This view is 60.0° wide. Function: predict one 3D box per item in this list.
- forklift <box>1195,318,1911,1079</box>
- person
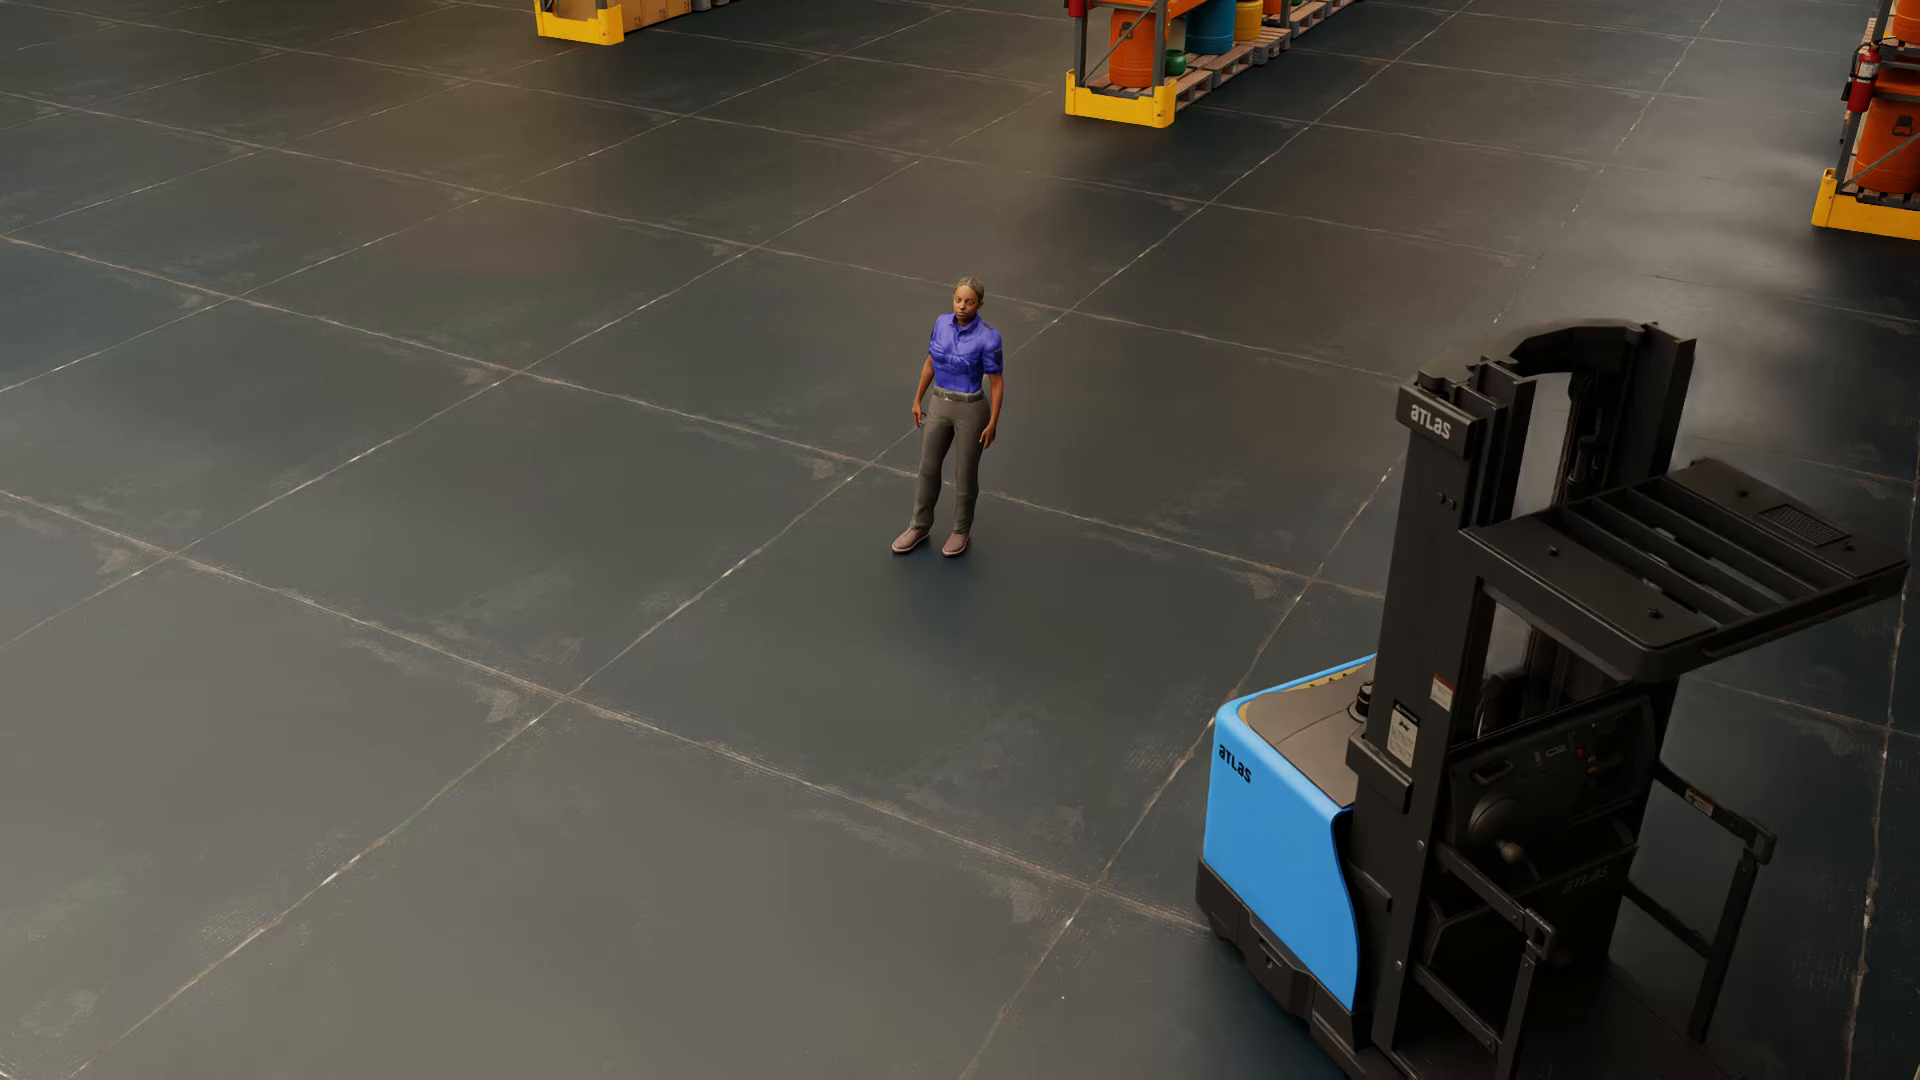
[{"bbox_3d":[2.141,0.869,5.565,1.130,2.935,3.031,-15,33,-24],"label":"forklift"},{"bbox_3d":[-0.059,-0.689,9.527,0.570,1.656,0.503,15,33,25],"label":"person"}]
